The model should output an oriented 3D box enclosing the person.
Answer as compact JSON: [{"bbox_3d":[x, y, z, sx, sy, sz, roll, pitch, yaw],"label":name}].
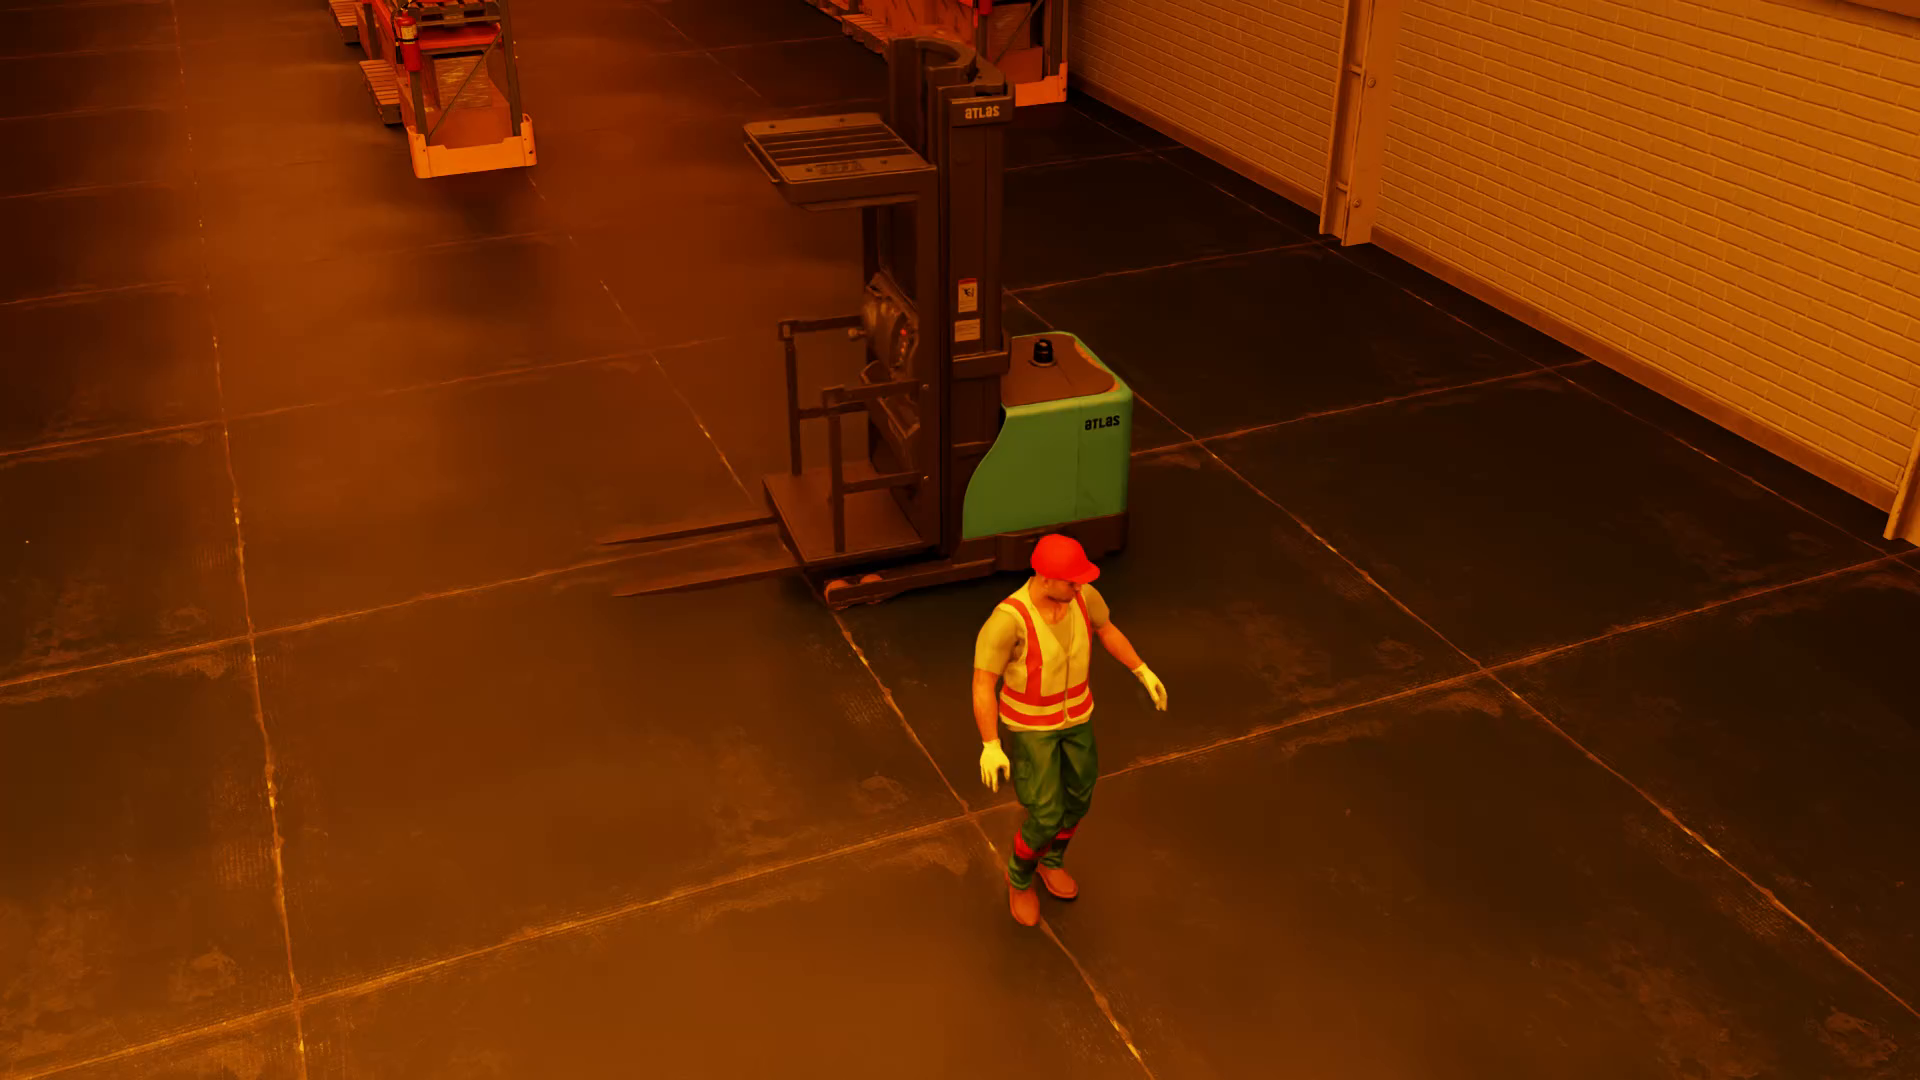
[{"bbox_3d":[0.424,0.780,6.965,0.898,1.786,0.483,-17,34,-27],"label":"person"}]

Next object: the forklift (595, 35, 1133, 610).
[{"bbox_3d":[-0.576,-1.172,9.169,3.031,2.935,1.130,-10,31,-16],"label":"forklift"}]
